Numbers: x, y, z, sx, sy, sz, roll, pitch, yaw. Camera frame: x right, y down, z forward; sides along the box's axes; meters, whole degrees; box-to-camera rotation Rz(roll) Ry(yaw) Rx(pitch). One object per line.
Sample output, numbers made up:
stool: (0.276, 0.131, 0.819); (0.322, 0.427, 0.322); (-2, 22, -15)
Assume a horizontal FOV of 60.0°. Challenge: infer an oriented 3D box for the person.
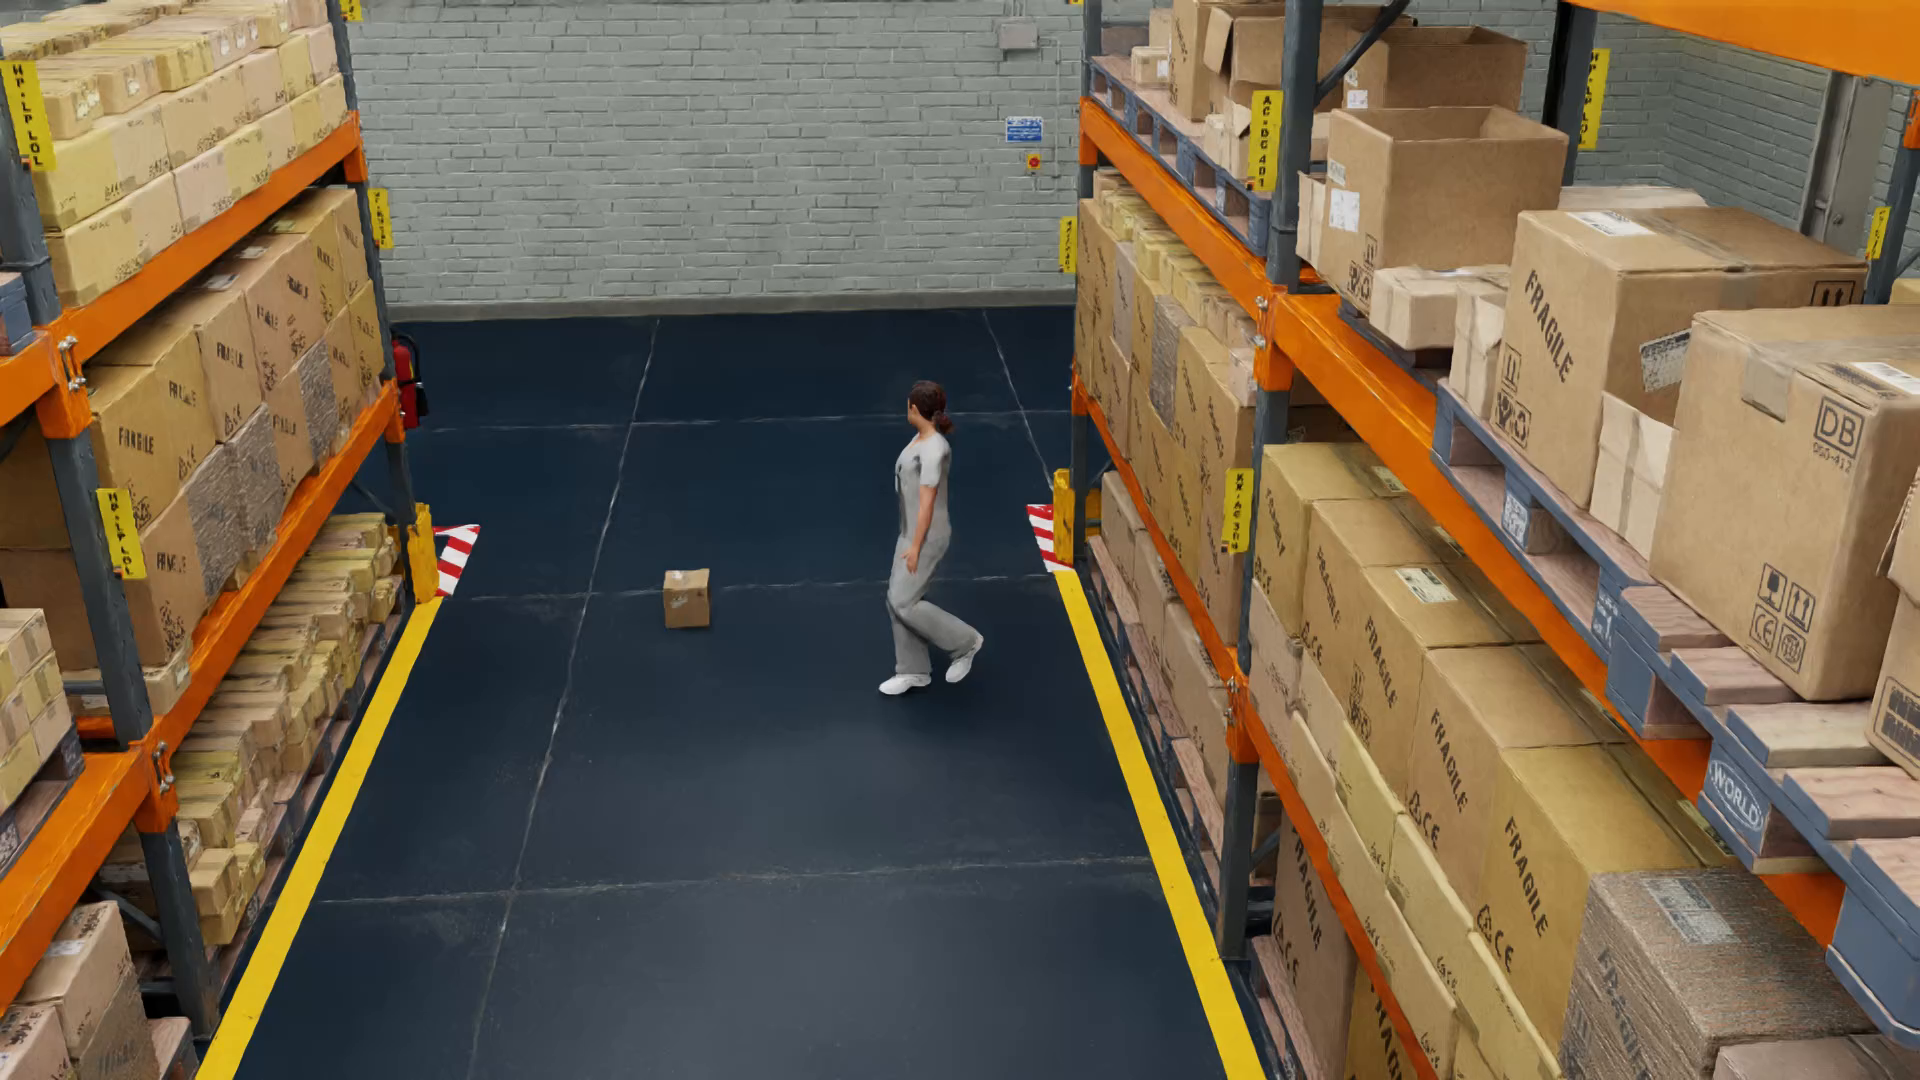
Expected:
person: (-0.189, -0.021, 8.692); (0.567, 1.637, 0.531); (-5, 24, -11)
